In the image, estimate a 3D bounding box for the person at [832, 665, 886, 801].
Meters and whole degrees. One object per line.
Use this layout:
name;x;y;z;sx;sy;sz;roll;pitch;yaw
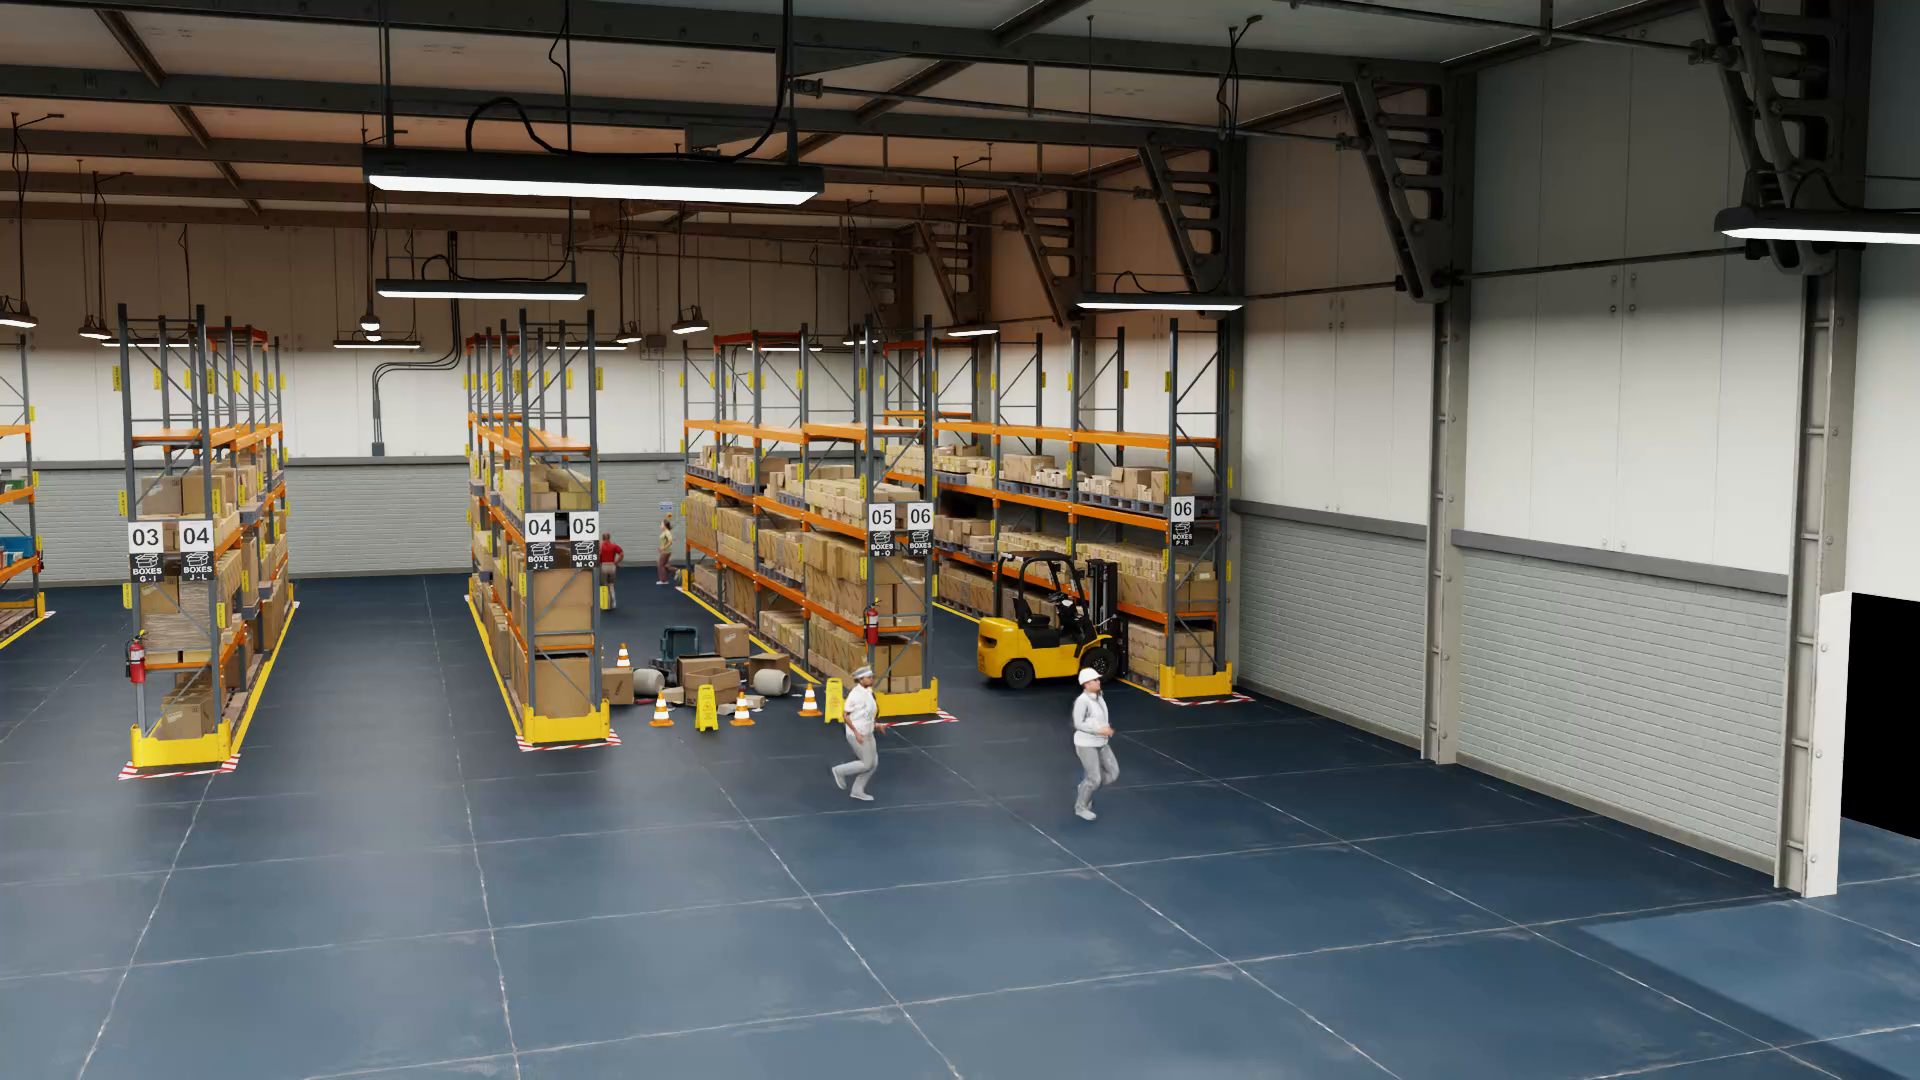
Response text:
person;-1.212;2.307;19.949;0.592;1.648;0.558;2;6;21

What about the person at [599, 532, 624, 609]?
person;-7.809;0.680;36.733;0.644;1.729;0.647;-3;6;-30

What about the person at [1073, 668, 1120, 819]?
person;1.556;2.330;19.041;0.555;1.740;0.708;3;6;31

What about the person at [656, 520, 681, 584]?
person;-7.207;0.304;41.131;0.598;1.623;0.630;-2;6;-16
